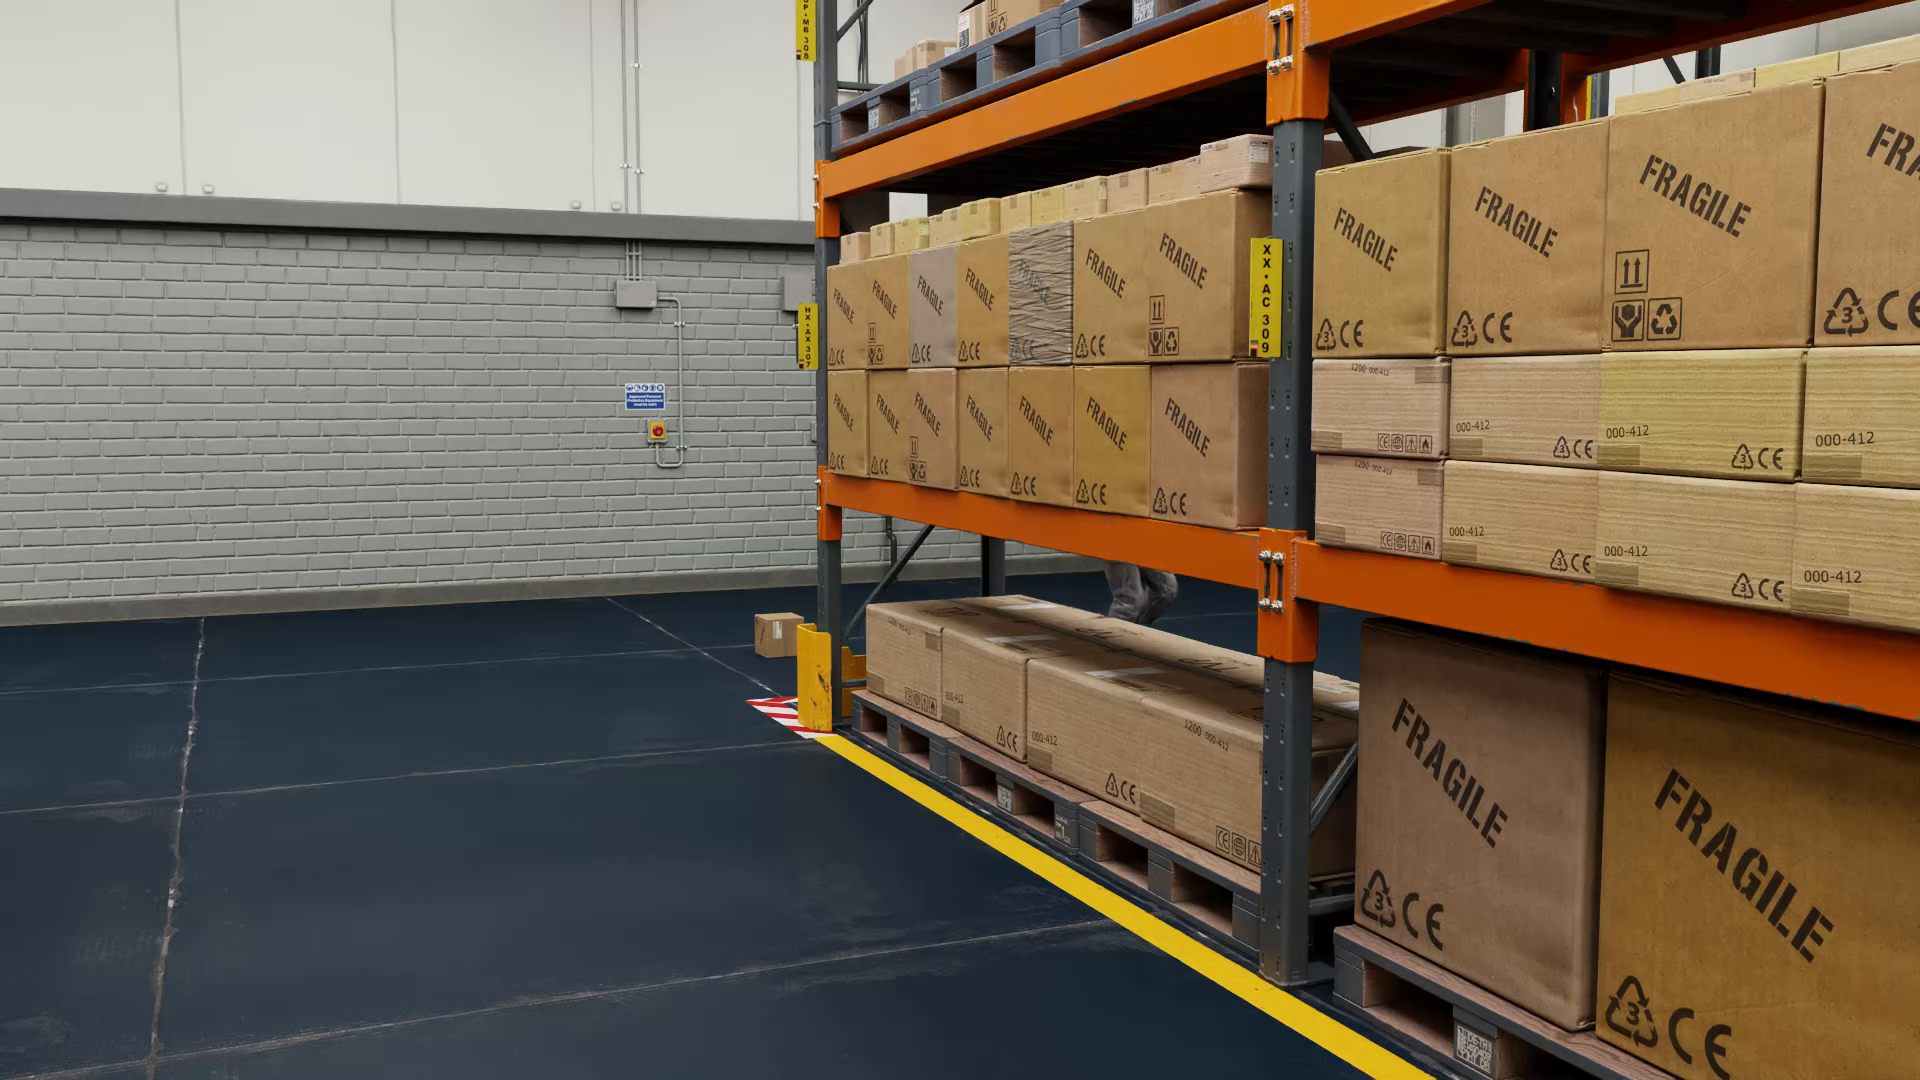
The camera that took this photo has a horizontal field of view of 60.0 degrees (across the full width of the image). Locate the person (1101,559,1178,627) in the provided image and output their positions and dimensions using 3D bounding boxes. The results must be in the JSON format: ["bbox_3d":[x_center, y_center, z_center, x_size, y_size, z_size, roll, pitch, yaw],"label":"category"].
[{"bbox_3d":[0.984,-0.057,9.534,0.446,1.763,0.599,3,6,29],"label":"person"}]
